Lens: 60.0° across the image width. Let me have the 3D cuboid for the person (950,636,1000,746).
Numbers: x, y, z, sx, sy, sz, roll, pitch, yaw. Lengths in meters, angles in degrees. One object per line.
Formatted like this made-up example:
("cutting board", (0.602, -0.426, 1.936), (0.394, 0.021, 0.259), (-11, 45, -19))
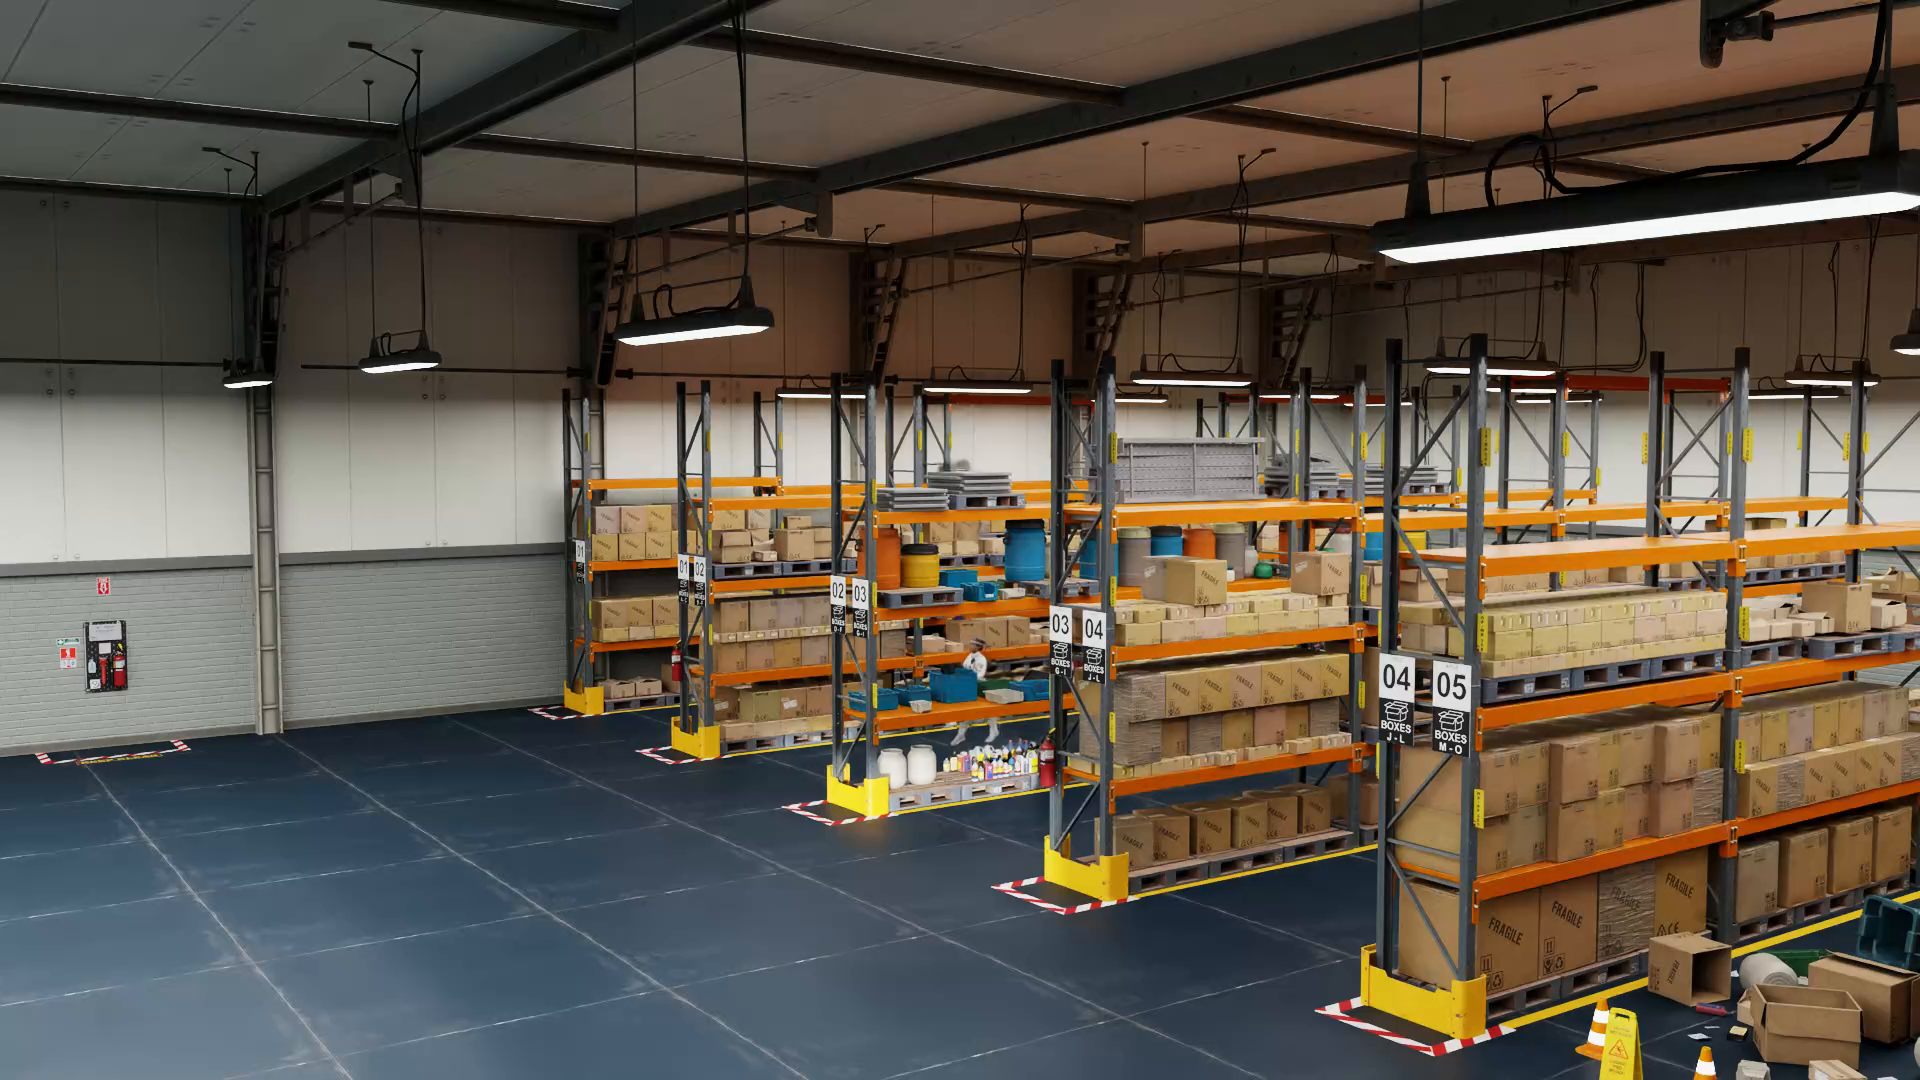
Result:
("person", (0.234, 2.360, 26.230), (0.834, 1.717, 0.599), (-3, 4, -35))

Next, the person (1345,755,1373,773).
("person", (5.981, 2.697, 24.984), (0.938, 1.676, 0.575), (-3, 5, -41))

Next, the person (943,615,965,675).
("person", (-0.071, 2.047, 32.230), (0.547, 1.600, 0.576), (-2, 4, -33))
